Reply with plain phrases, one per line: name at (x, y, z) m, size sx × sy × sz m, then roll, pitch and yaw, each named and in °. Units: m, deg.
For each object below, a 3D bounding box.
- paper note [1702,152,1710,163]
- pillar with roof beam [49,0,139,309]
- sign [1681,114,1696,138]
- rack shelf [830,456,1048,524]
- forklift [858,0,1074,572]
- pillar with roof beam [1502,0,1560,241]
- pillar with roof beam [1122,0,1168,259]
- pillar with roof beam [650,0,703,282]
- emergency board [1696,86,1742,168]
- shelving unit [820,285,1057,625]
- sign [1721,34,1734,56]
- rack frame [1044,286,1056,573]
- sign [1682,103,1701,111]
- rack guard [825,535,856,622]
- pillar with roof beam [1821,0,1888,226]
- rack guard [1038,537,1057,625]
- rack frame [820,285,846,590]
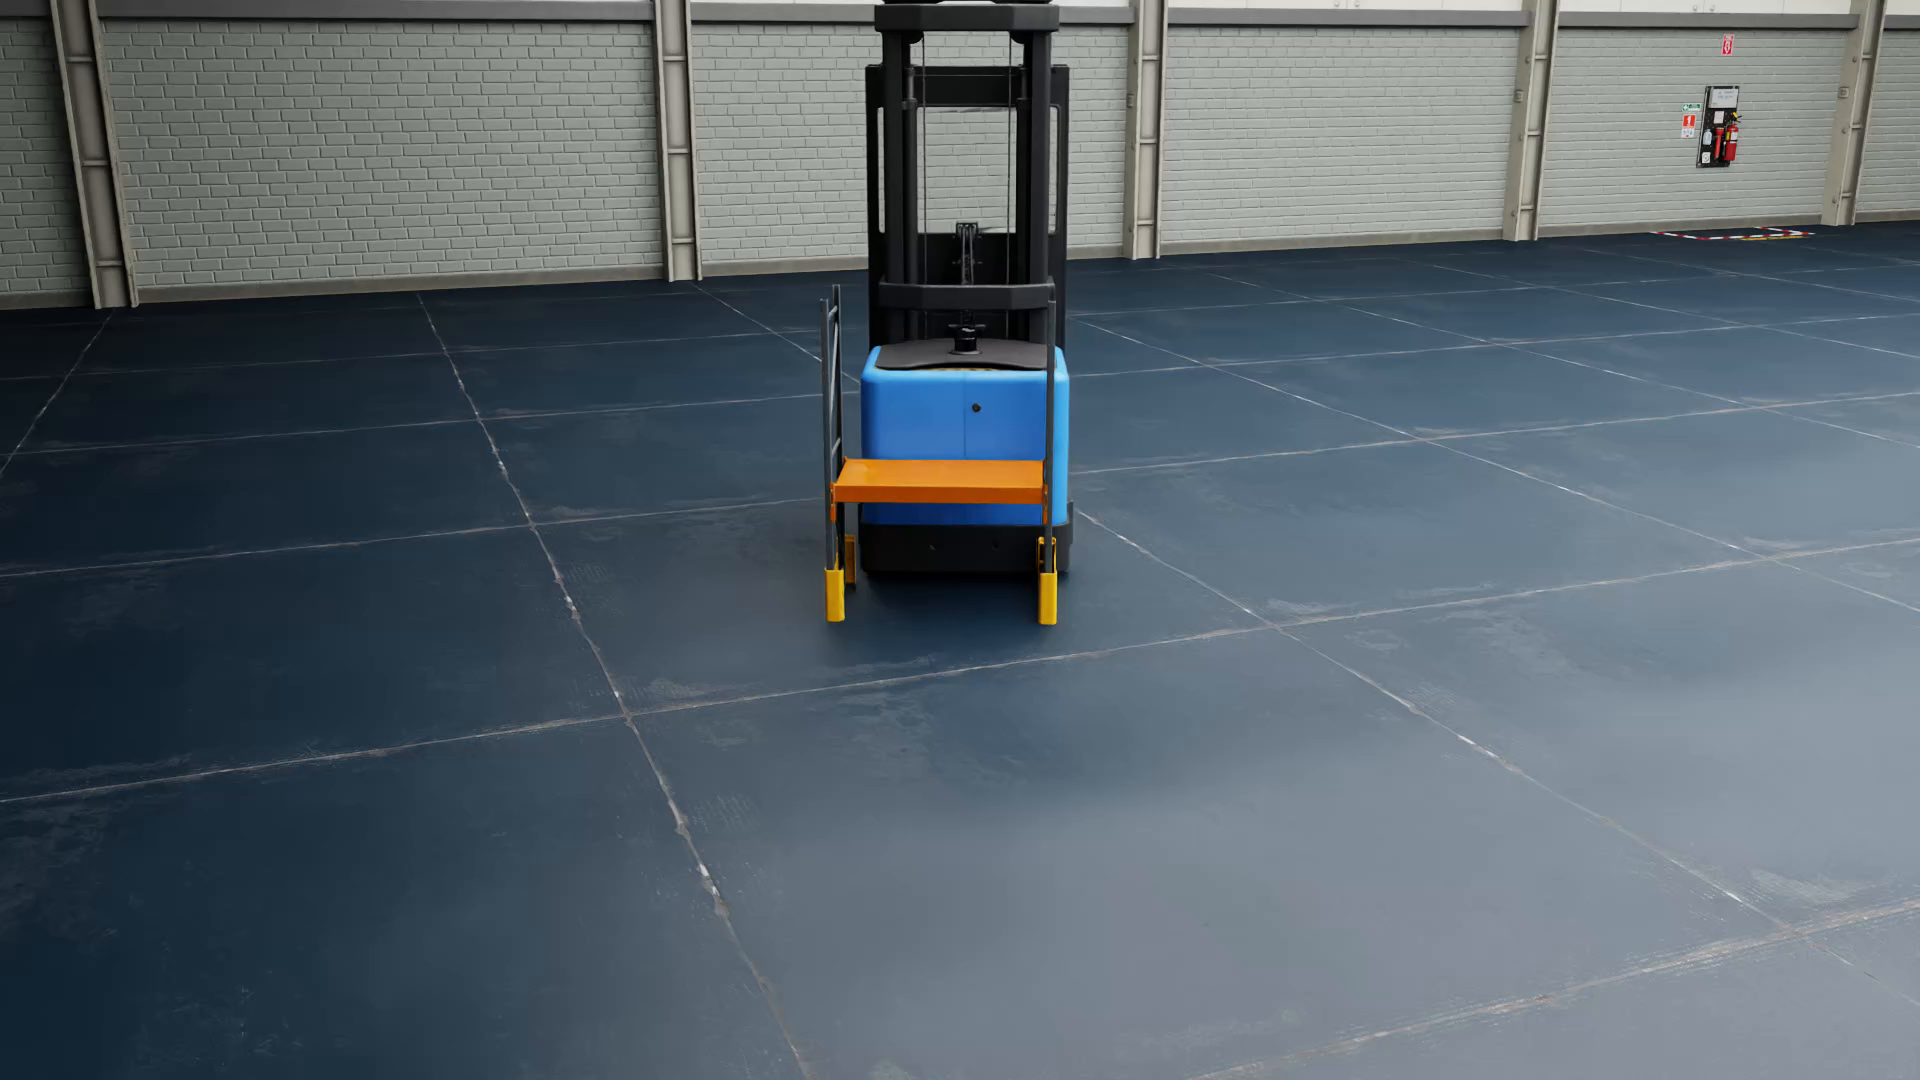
paper note at (11.043, -5.657, 24.603) m, size 0.142 × 0.148 × 0.016 m, roll -6°, pitch 17°, yaw -20°
pillar with roof beam at (-7.316, -5.645, 12.349) m, size 0.400 × 9.000 × 9.100 m, roll -6°, pitch 17°, yaw -20°
sign at (10.680, -6.068, 24.375) m, size 0.234 × 0.329 × 0.001 m, roll -6°, pitch 17°, yaw -20°
rack shelf at (-0.088, -0.241, 7.887) m, size 1.000 × 0.185 × 0.538 m, roll 1°, pitch 17°, yaw 2°
forklift at (0.044, -1.605, 9.361) m, size 1.130 × 2.935 × 3.031 m, roll 0°, pitch 16°, yaw 1°
pillar with roof beam at (9.492, -7.460, 18.529) m, size 0.400 × 9.000 × 9.100 m, roll -6°, pitch 17°, yaw -20°
pillar with roof beam at (3.889, -6.855, 16.469) m, size 0.400 × 9.000 × 9.100 m, roll -6°, pitch 17°, yaw -20°
pillar with roof beam at (-1.713, -6.250, 14.409) m, size 0.400 × 9.000 × 9.100 m, roll -6°, pitch 17°, yaw -20°
emergency board at (11.233, -6.080, 24.477) m, size 0.643 × 1.169 × 0.194 m, roll -6°, pitch 17°, yaw -20°
shelving unit at (-0.079, -0.413, 7.835) m, size 1.083 × 1.500 × 0.587 m, roll 1°, pitch 17°, yaw 2°
sign at (11.190, -7.217, 24.237) m, size 0.199 × 0.298 × 0.001 m, roll -6°, pitch 17°, yaw -20°
rack frame at (0.420, -0.407, 7.813) m, size 0.032 × 1.500 × 0.500 m, roll 1°, pitch 17°, yaw 2°
sign at (10.687, -6.320, 24.294) m, size 0.331 × 0.109 × 0.001 m, roll -6°, pitch 17°, yaw -20°
rack guard at (-0.576, 0.178, 8.038) m, size 0.087 × 0.250 × 0.587 m, roll 1°, pitch 17°, yaw 2°
pillar with roof beam at (15.095, -8.064, 20.589) m, size 0.400 × 9.000 × 9.100 m, roll -6°, pitch 17°, yaw -20°
rack guard at (0.419, 0.191, 7.995) m, size 0.087 × 0.250 × 0.587 m, roll 1°, pitch 17°, yaw 2°
rack frame at (-0.596, -0.420, 7.857) m, size 0.032 × 1.500 × 0.500 m, roll 1°, pitch 17°, yaw 2°
